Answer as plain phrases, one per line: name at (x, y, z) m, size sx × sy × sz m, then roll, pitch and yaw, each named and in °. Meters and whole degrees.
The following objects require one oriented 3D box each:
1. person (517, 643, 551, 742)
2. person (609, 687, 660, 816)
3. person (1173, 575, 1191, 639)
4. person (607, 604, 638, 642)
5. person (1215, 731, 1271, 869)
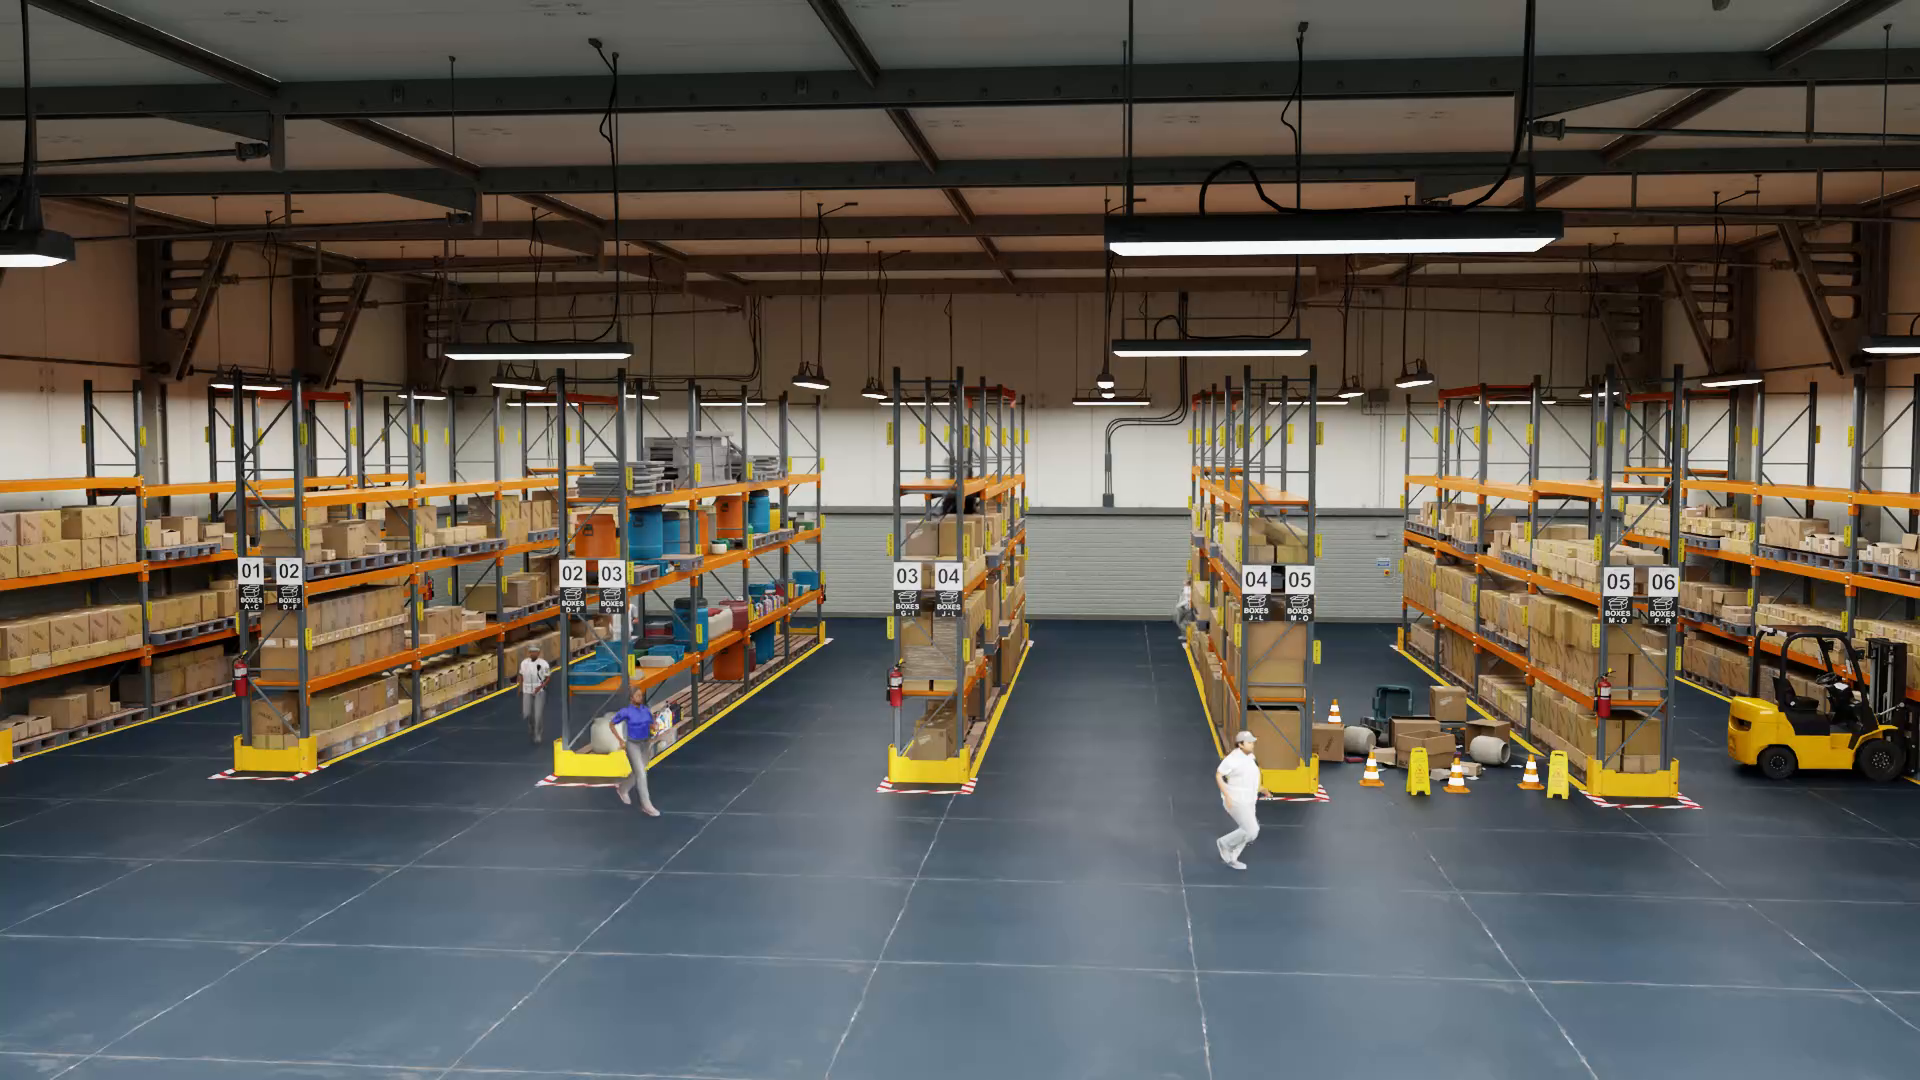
person at (-6.966, 2.495, 27.140) m, size 0.559 × 1.644 × 0.586 m, roll 0°, pitch 4°, yaw -1°
person at (-4.290, 2.781, 22.092) m, size 0.916 × 1.655 × 0.573 m, roll 3°, pitch 4°, yaw 36°
person at (5.484, 1.655, 40.803) m, size 0.571 × 1.605 × 0.694 m, roll 1°, pitch 4°, yaw 14°
person at (-7.116, 1.958, 34.987) m, size 0.669 × 1.786 × 0.566 m, roll 0°, pitch 4°, yaw -2°
person at (3.279, 3.003, 19.170) m, size 0.588 × 1.616 × 0.592 m, roll 3°, pitch 5°, yaw 39°
